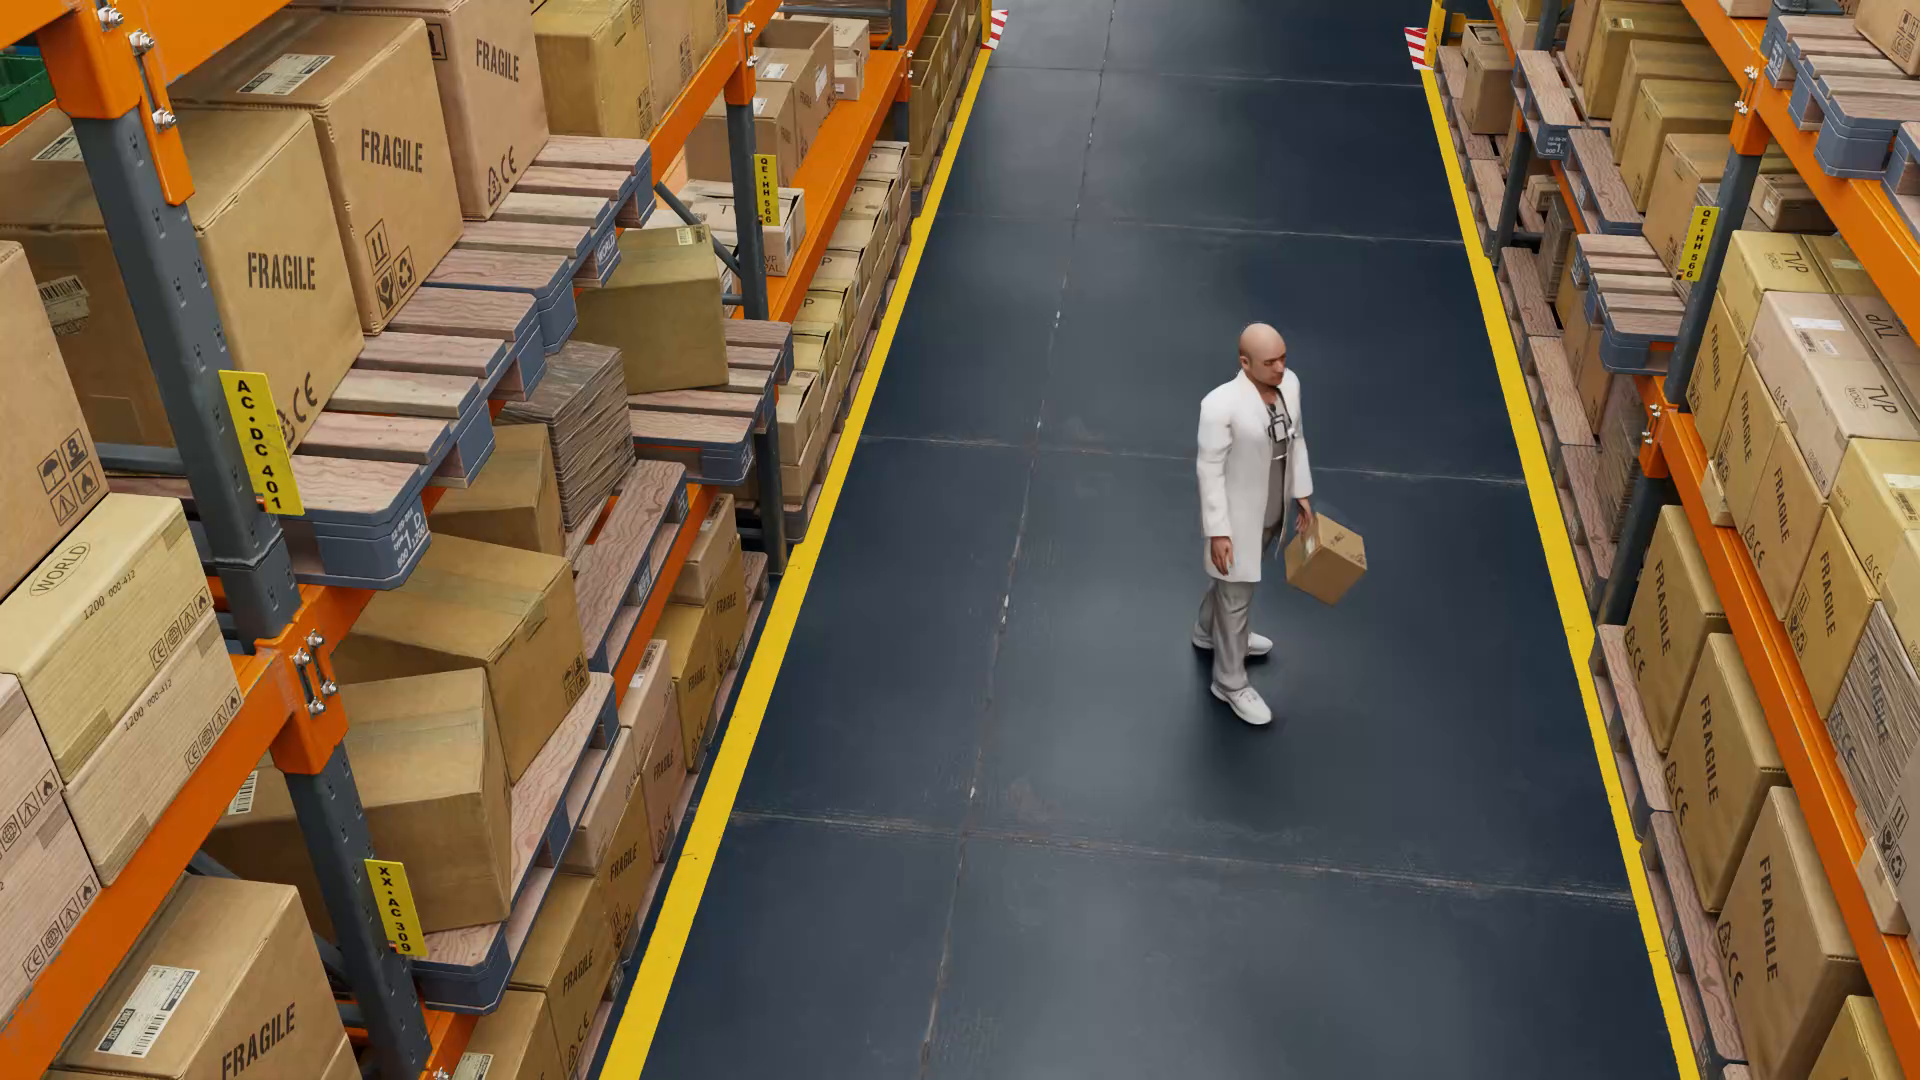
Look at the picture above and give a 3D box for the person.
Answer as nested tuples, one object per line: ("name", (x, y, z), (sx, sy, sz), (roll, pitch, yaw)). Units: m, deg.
("person", (1.286, -0.089, 7.162), (0.655, 1.774, 0.656), (-28, 44, -33))
